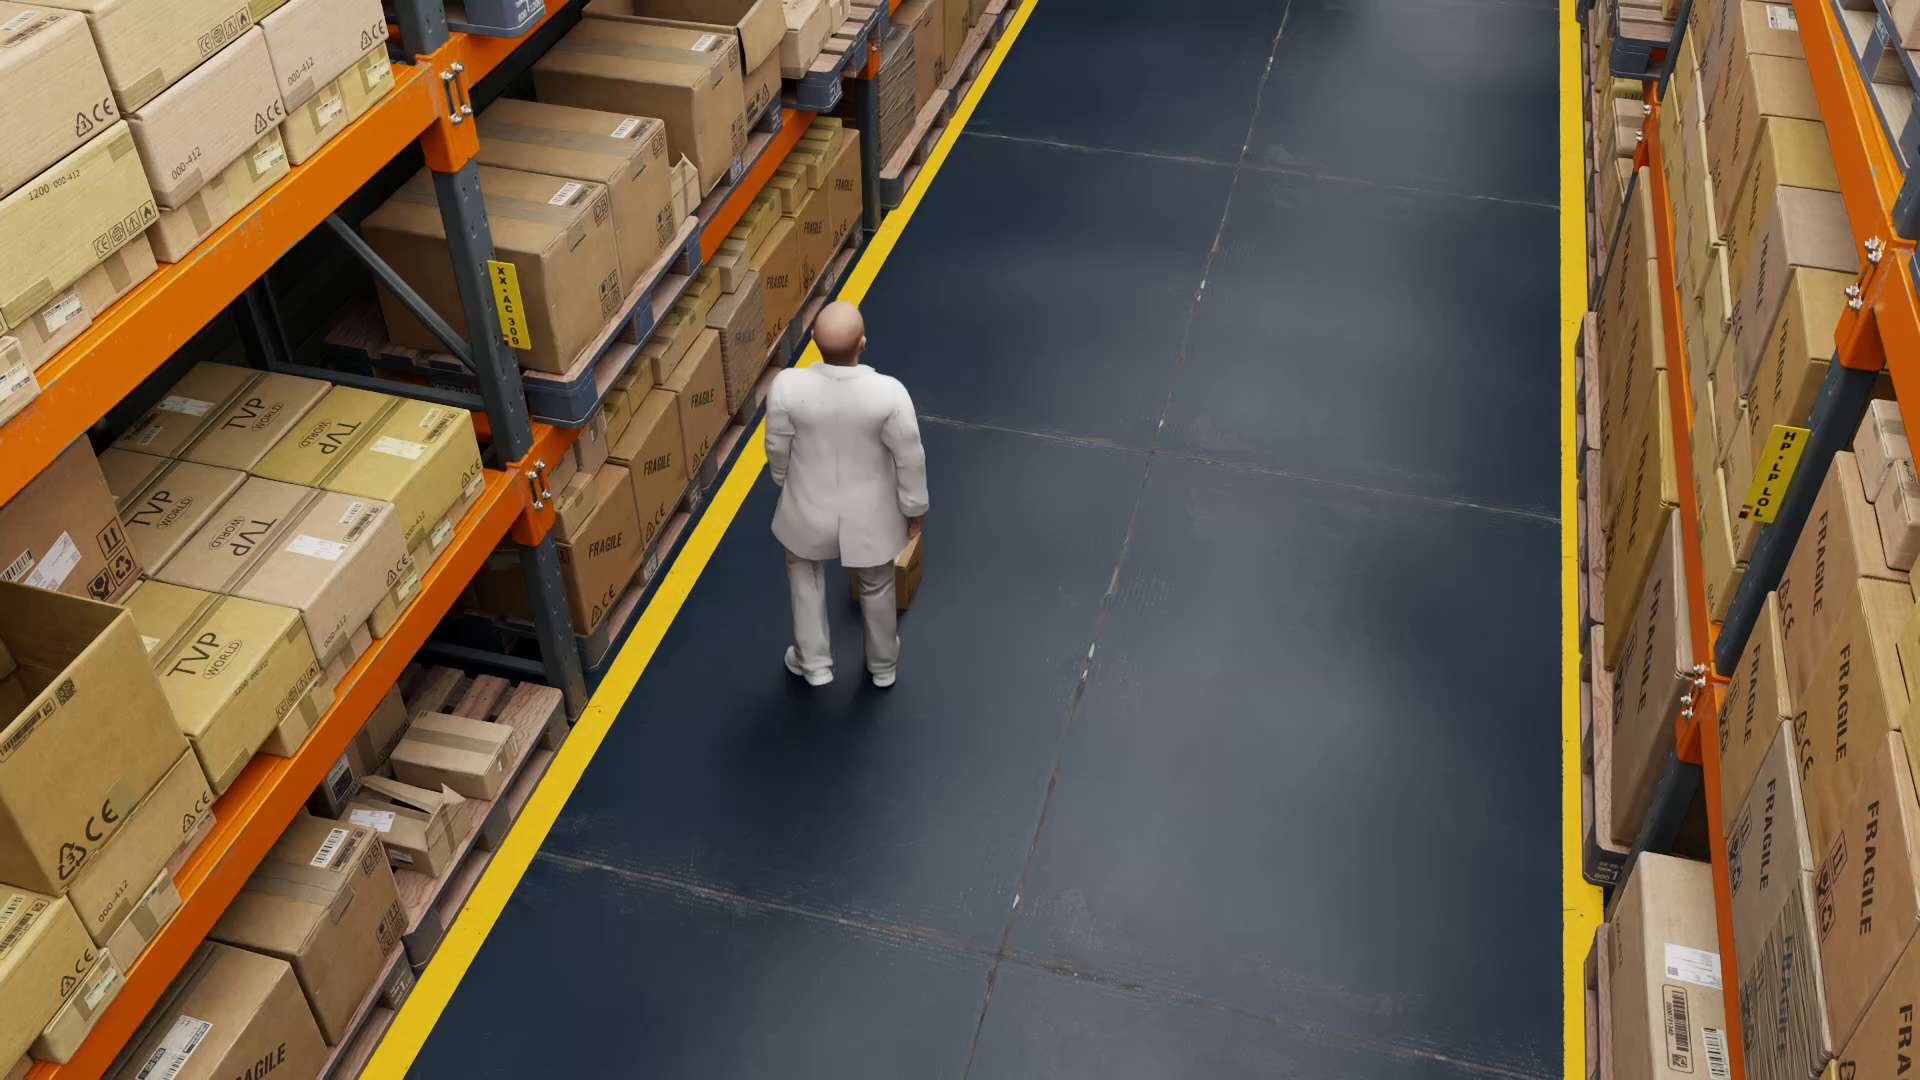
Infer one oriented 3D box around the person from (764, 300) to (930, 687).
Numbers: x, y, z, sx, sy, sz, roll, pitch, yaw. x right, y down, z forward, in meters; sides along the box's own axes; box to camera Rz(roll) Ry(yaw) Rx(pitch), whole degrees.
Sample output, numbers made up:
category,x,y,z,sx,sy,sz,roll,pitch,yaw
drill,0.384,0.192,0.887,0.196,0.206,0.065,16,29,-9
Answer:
category,x,y,z,sx,sy,sz,roll,pitch,yaw
person,-0.425,-0.155,6.336,0.623,1.804,0.460,1,40,1
